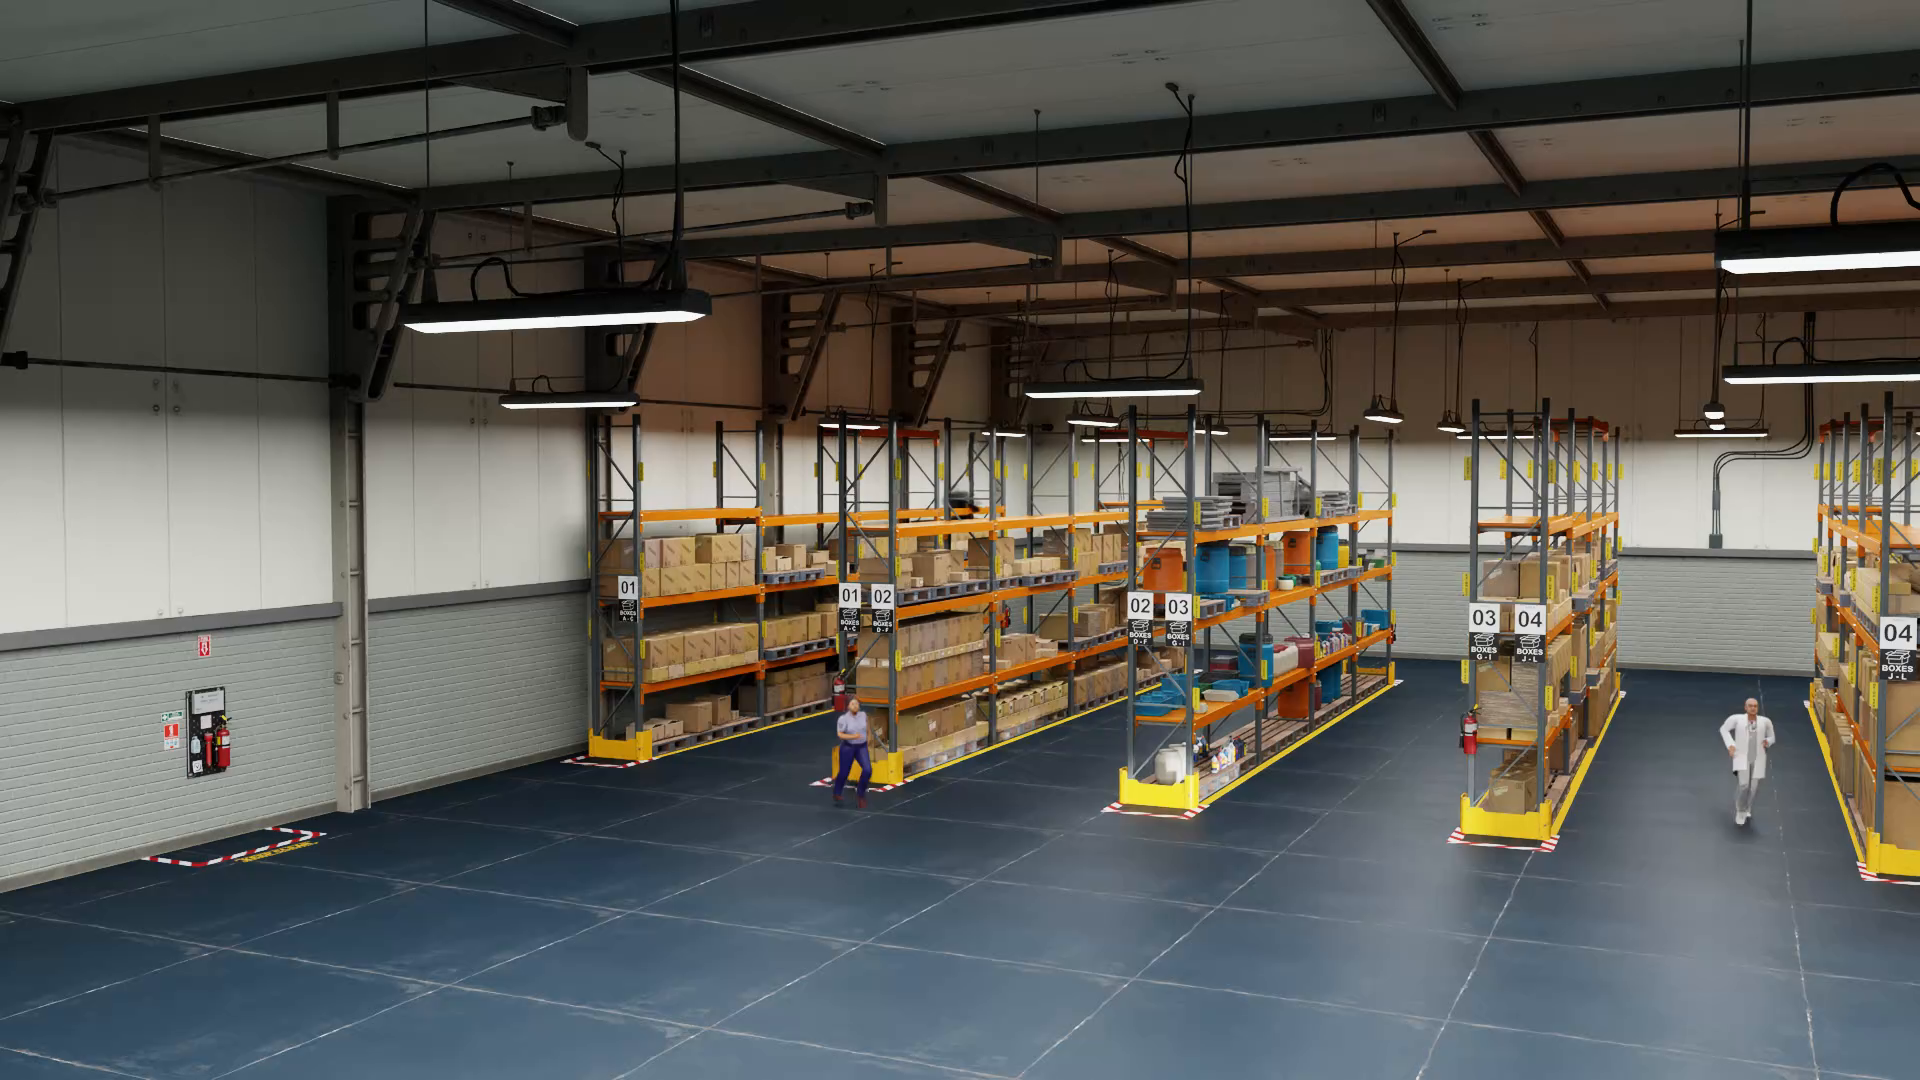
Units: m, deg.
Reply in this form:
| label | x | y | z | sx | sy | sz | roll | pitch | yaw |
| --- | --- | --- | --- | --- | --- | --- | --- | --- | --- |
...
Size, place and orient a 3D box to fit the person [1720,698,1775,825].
| label | x | y | z | sx | sy | sz | roll | pitch | yaw |
| --- | --- | --- | --- | --- | --- | --- | --- | --- | --- |
| person | 11.217 | 3.154 | 23.633 | 0.679 | 1.816 | 0.800 | 1 | 2 | 12 |

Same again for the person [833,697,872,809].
| label | x | y | z | sx | sy | sz | roll | pitch | yaw |
| --- | --- | --- | --- | --- | --- | --- | --- | --- | --- |
| person | -1.581 | 3.165 | 24.829 | 0.608 | 1.668 | 0.858 | -1 | 3 | -25 |
